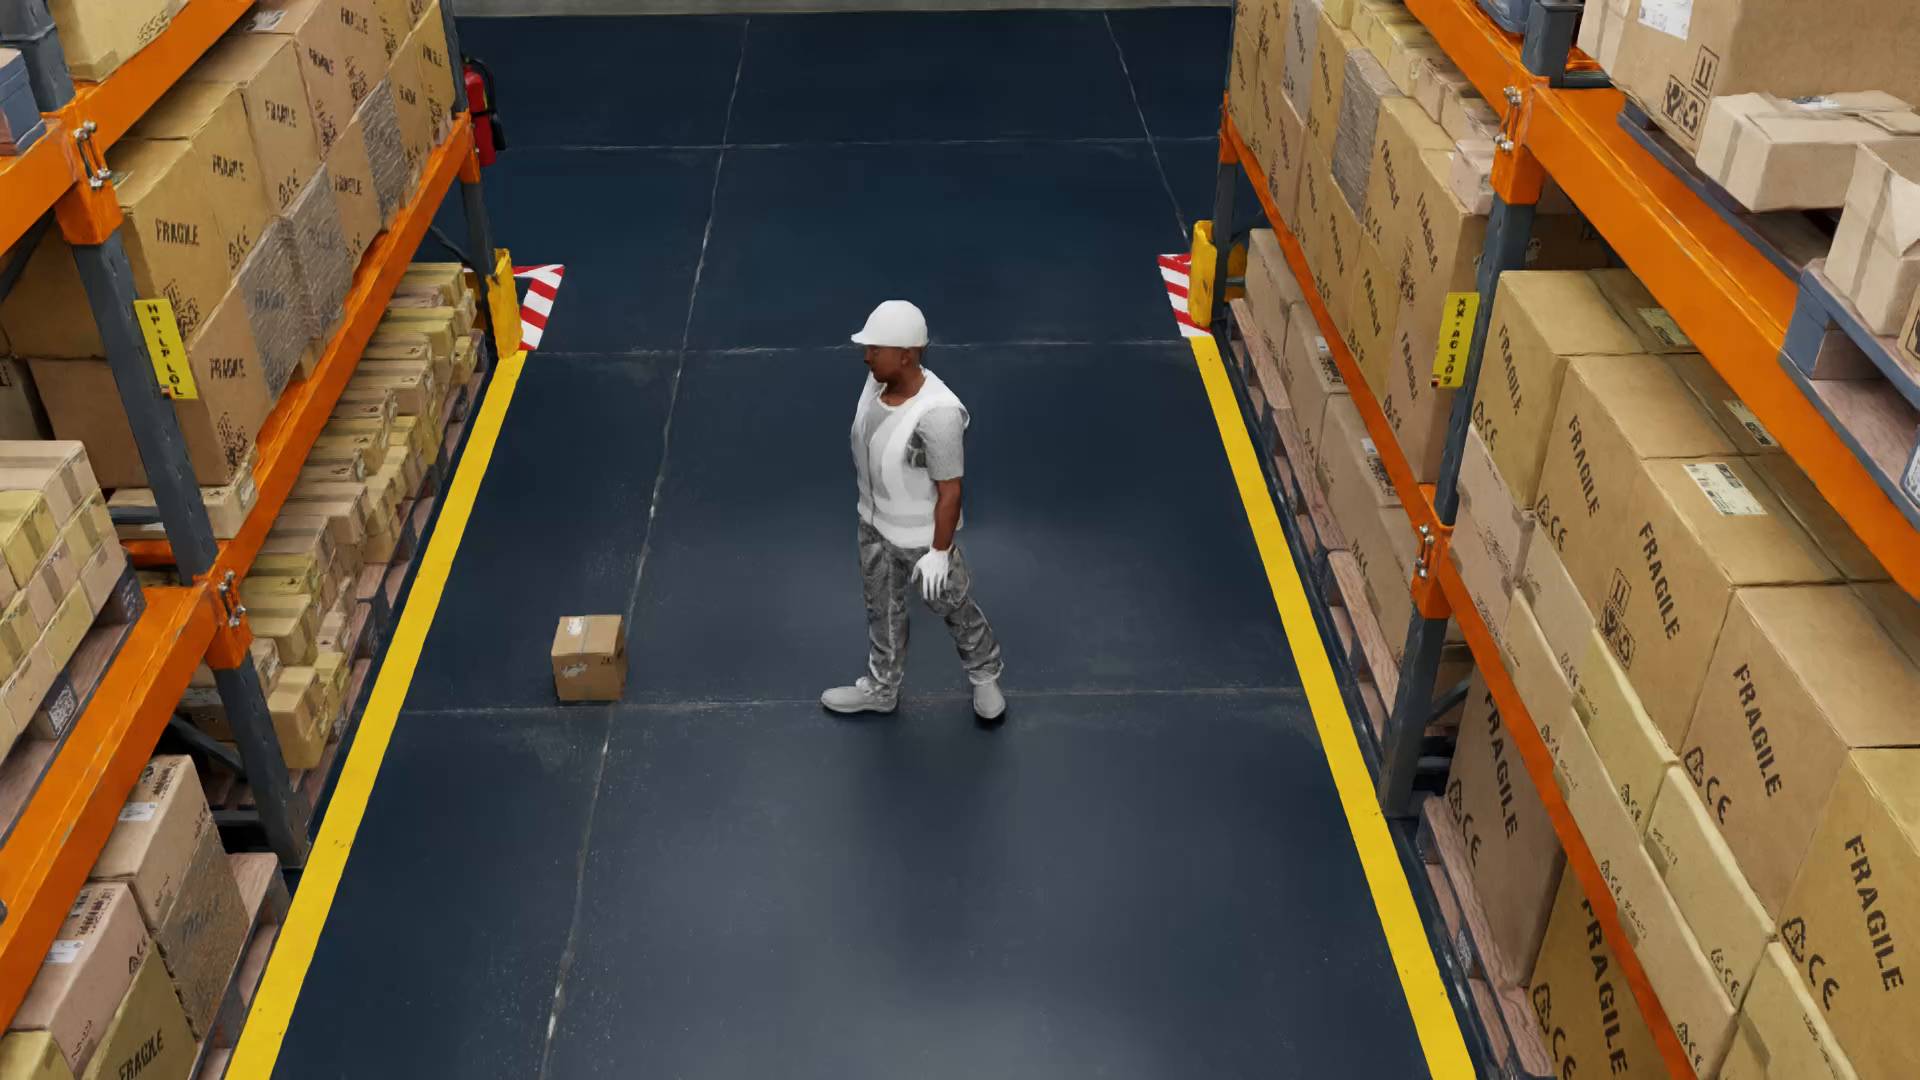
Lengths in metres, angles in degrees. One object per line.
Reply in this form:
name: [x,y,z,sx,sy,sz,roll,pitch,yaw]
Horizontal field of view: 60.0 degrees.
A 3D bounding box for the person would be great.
person: [-0.194,-0.087,6.249,0.659,1.781,0.706,-23,41,-29]
